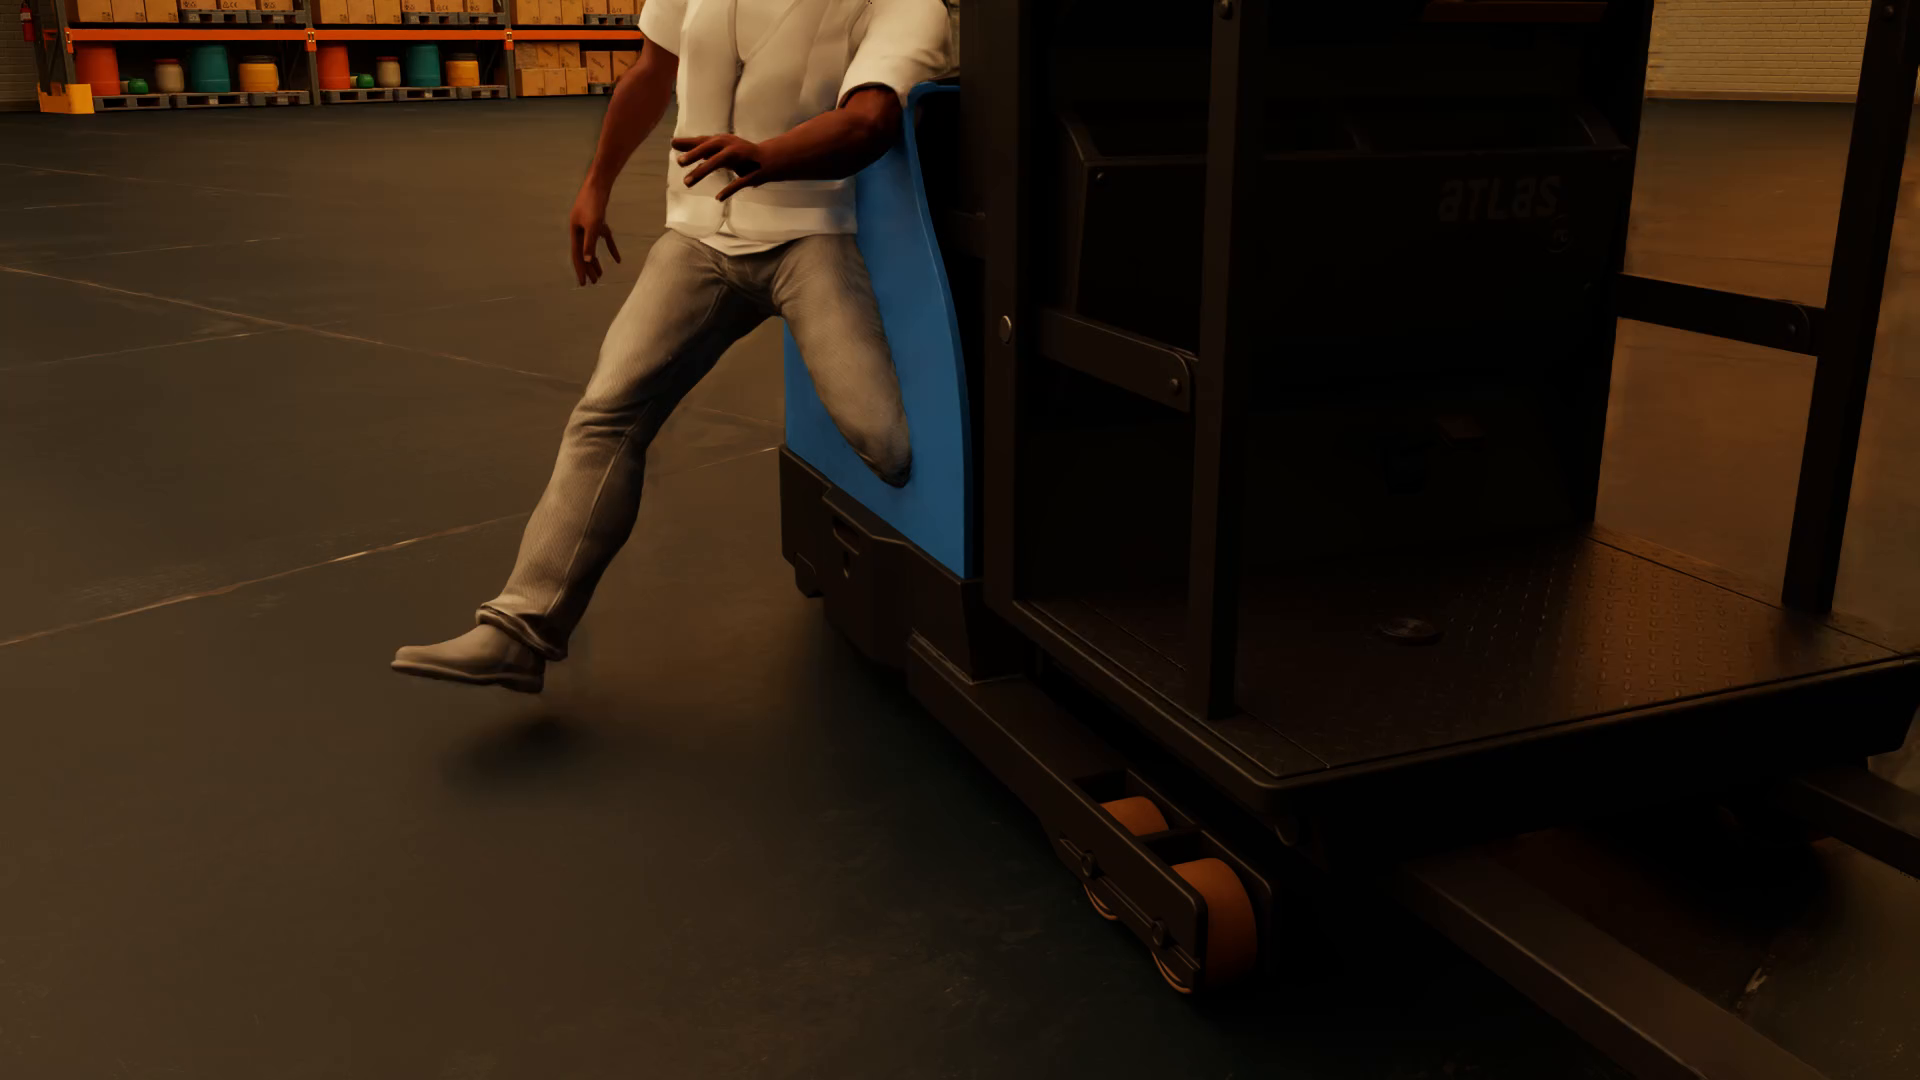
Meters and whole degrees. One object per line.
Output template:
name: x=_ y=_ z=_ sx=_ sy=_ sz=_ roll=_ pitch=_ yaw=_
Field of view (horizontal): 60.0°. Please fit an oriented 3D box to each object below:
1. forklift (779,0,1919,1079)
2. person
forklift: x=0.653 y=-0.976 z=2.112 sx=1.130 sy=2.935 sz=3.031 roll=-7 pitch=18 yaw=-22
person: x=-0.367 y=-0.501 z=2.802 sx=1.005 sy=1.561 sz=1.038 roll=9 pitch=19 yaw=26
